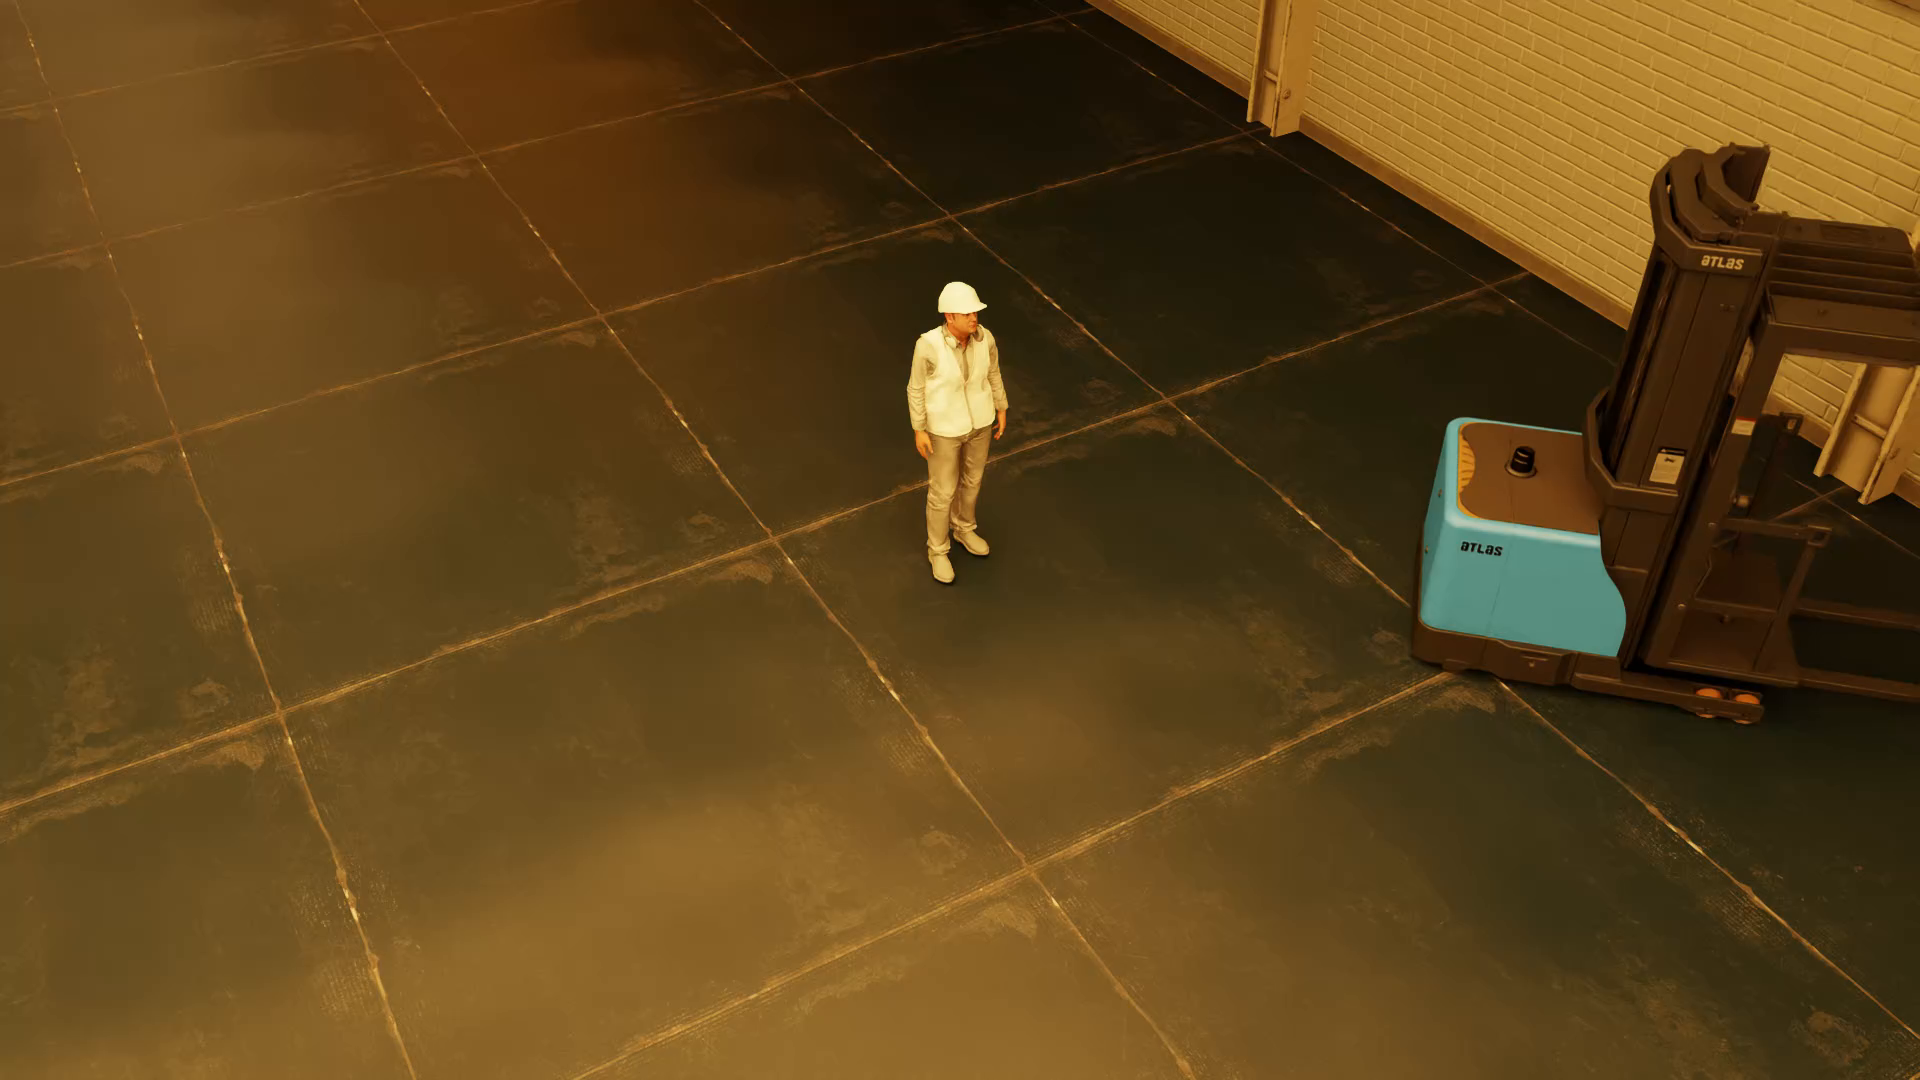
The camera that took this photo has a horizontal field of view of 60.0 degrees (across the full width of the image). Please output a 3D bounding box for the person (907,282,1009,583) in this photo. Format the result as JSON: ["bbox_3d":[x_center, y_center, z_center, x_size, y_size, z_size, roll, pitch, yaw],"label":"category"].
[{"bbox_3d":[0.025,-0.652,9.716,0.634,1.775,0.566,-20,44,-23],"label":"person"}]

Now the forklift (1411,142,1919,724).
[{"bbox_3d":[4.142,-0.496,8.634,3.031,2.935,1.130,9,40,11],"label":"forklift"}]
